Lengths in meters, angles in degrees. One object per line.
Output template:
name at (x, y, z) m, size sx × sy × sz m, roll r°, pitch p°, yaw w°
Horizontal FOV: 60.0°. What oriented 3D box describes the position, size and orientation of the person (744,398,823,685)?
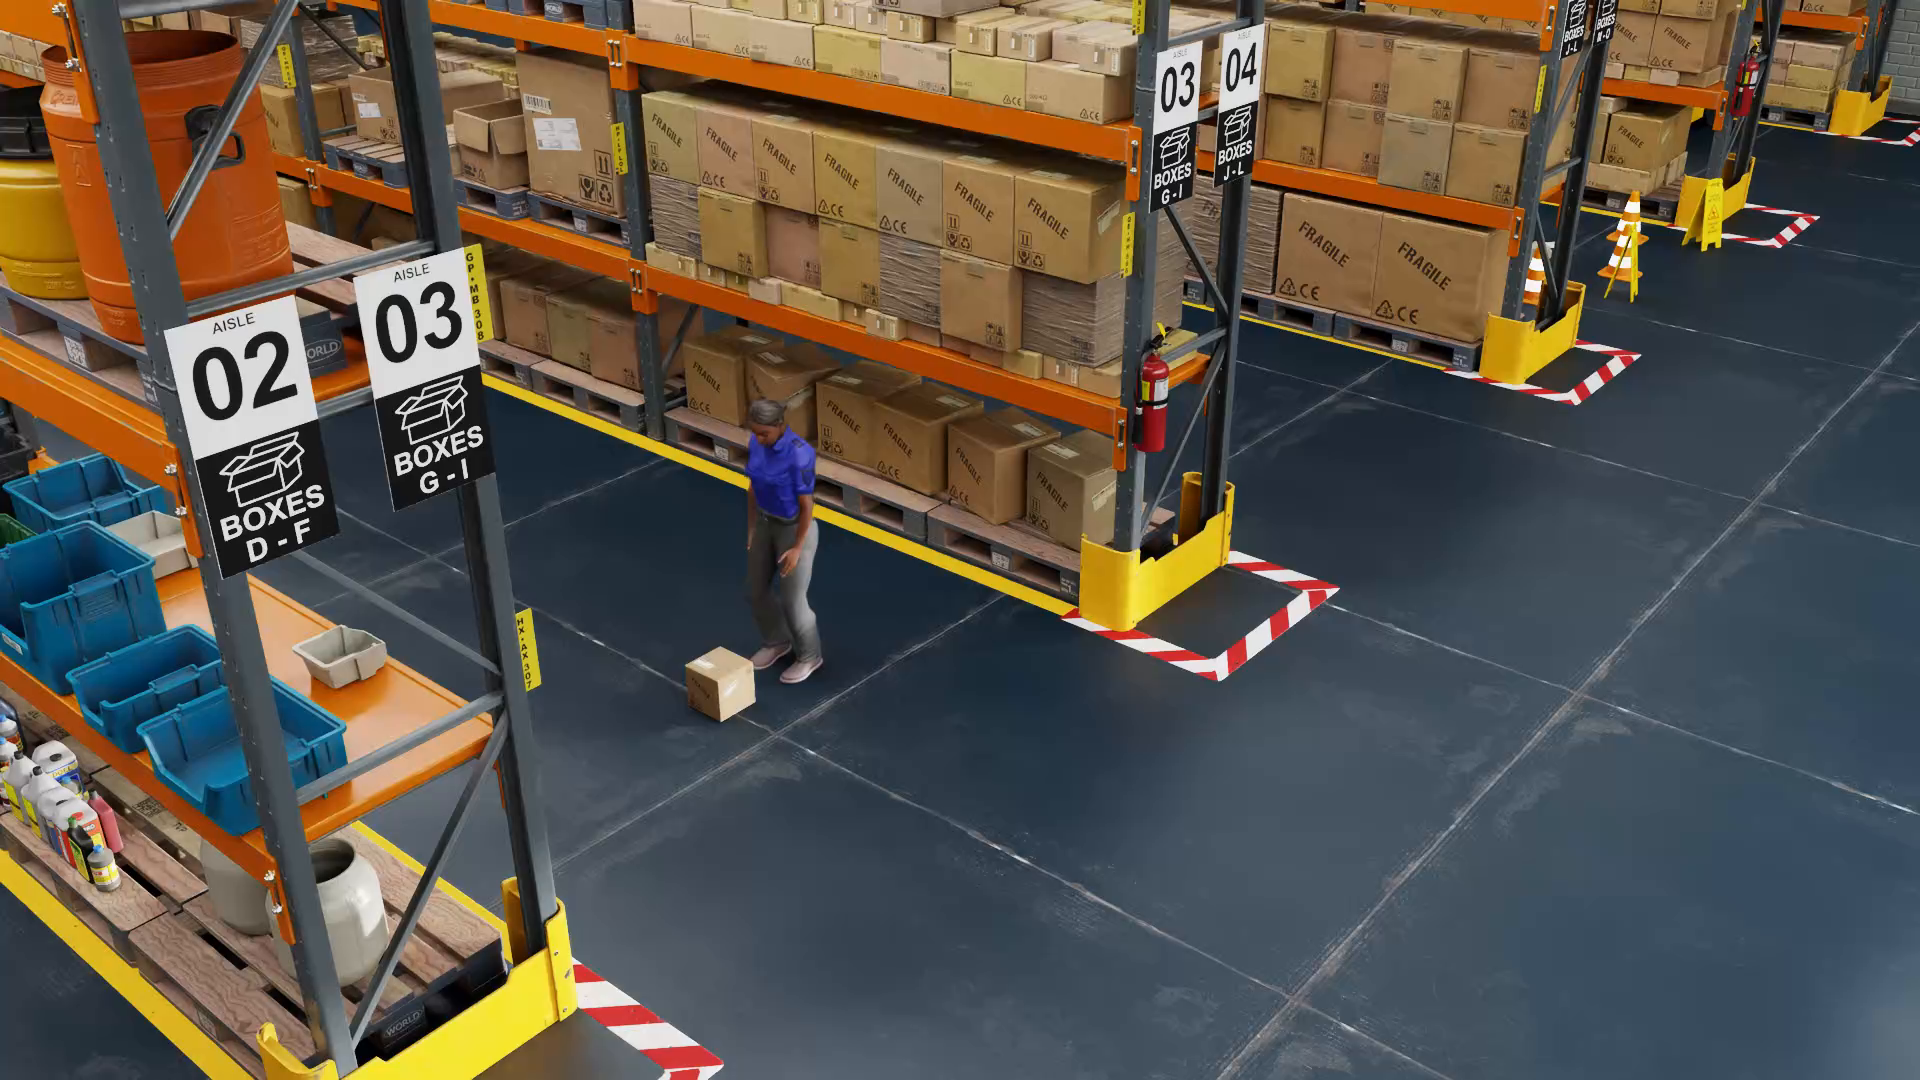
person at (-0.925, -0.013, 8.707) m, size 0.453 × 1.618 × 0.367 m, roll 22°, pitch 35°, yaw 36°
